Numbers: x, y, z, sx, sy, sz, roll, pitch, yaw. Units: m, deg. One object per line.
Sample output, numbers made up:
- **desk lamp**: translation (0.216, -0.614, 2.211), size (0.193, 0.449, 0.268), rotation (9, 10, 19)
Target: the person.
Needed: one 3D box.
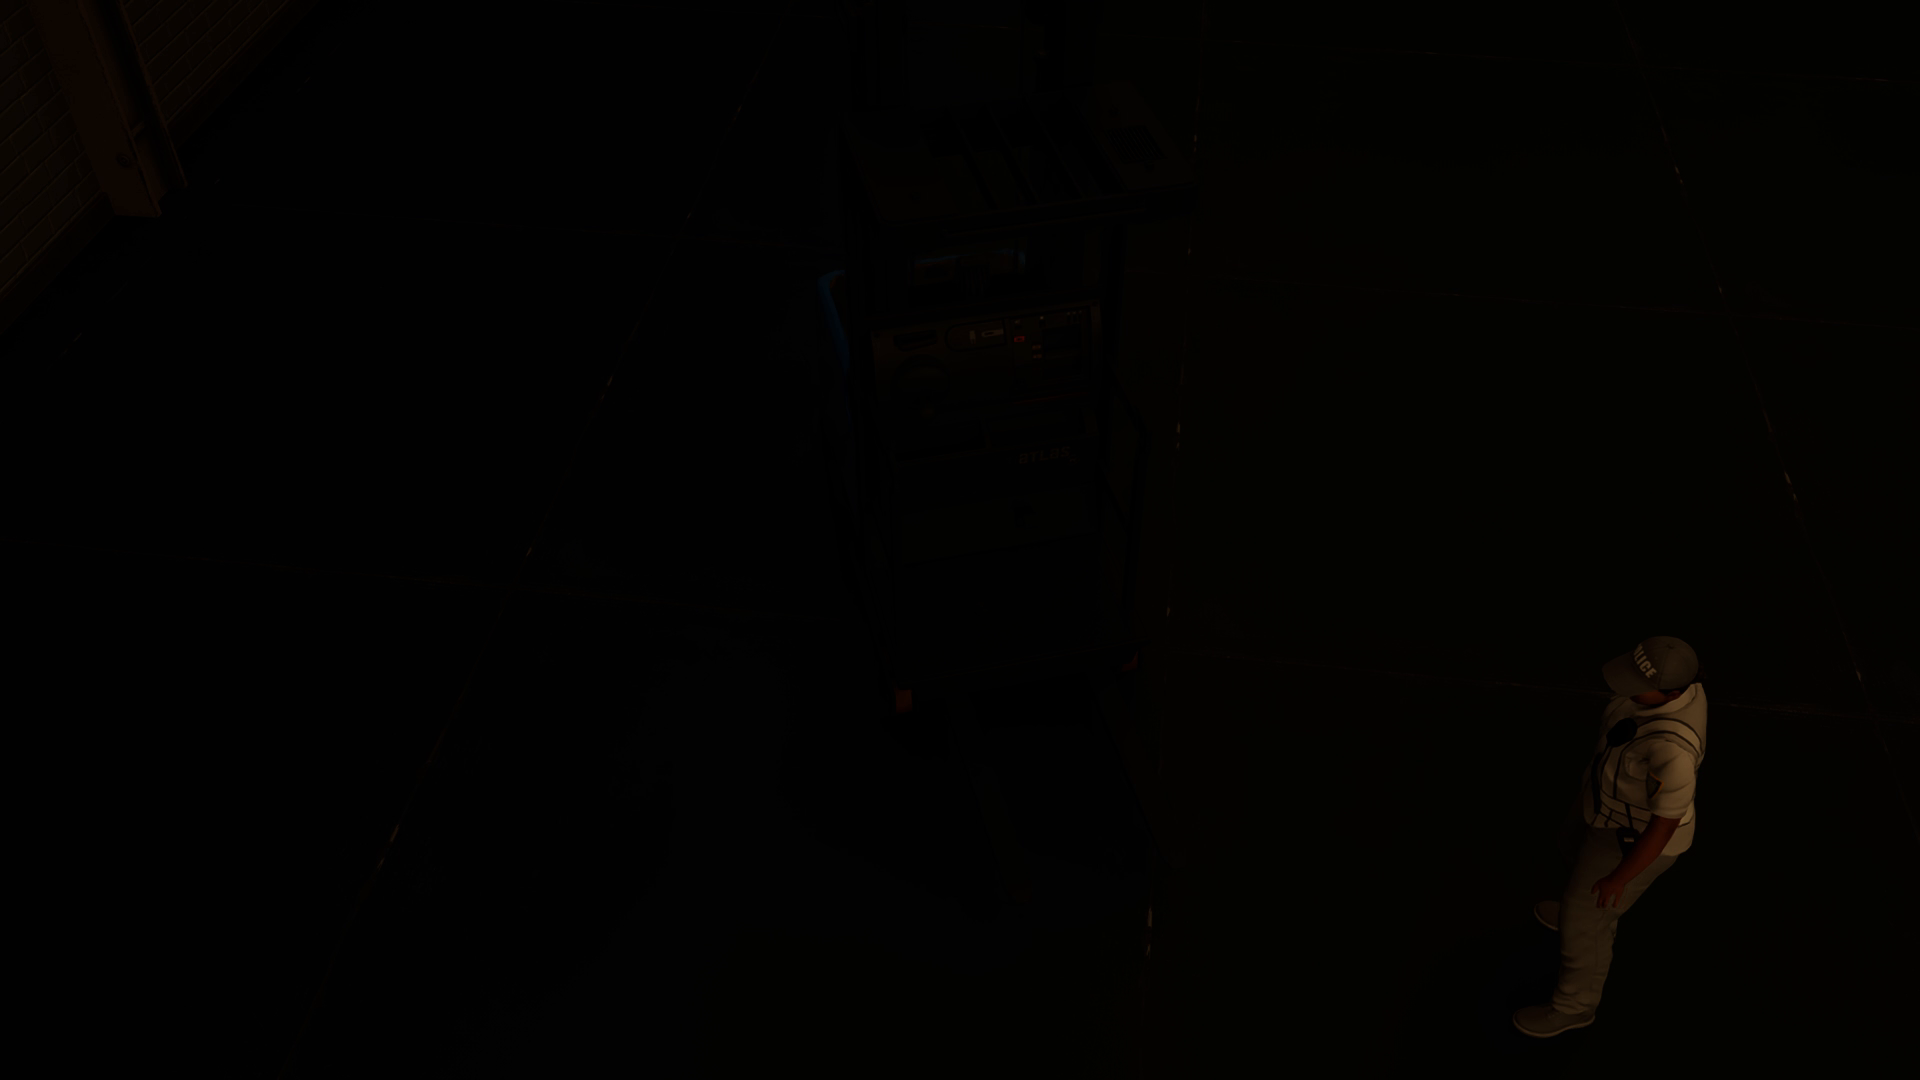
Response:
- **person**: translation (2.269, 0.958, 5.652), size (0.400, 1.626, 0.769), rotation (10, 44, 11)

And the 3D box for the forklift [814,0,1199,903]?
- **forklift**: translation (0.165, -0.631, 6.411), size (1.130, 2.935, 3.031), rotation (-10, 43, -10)
